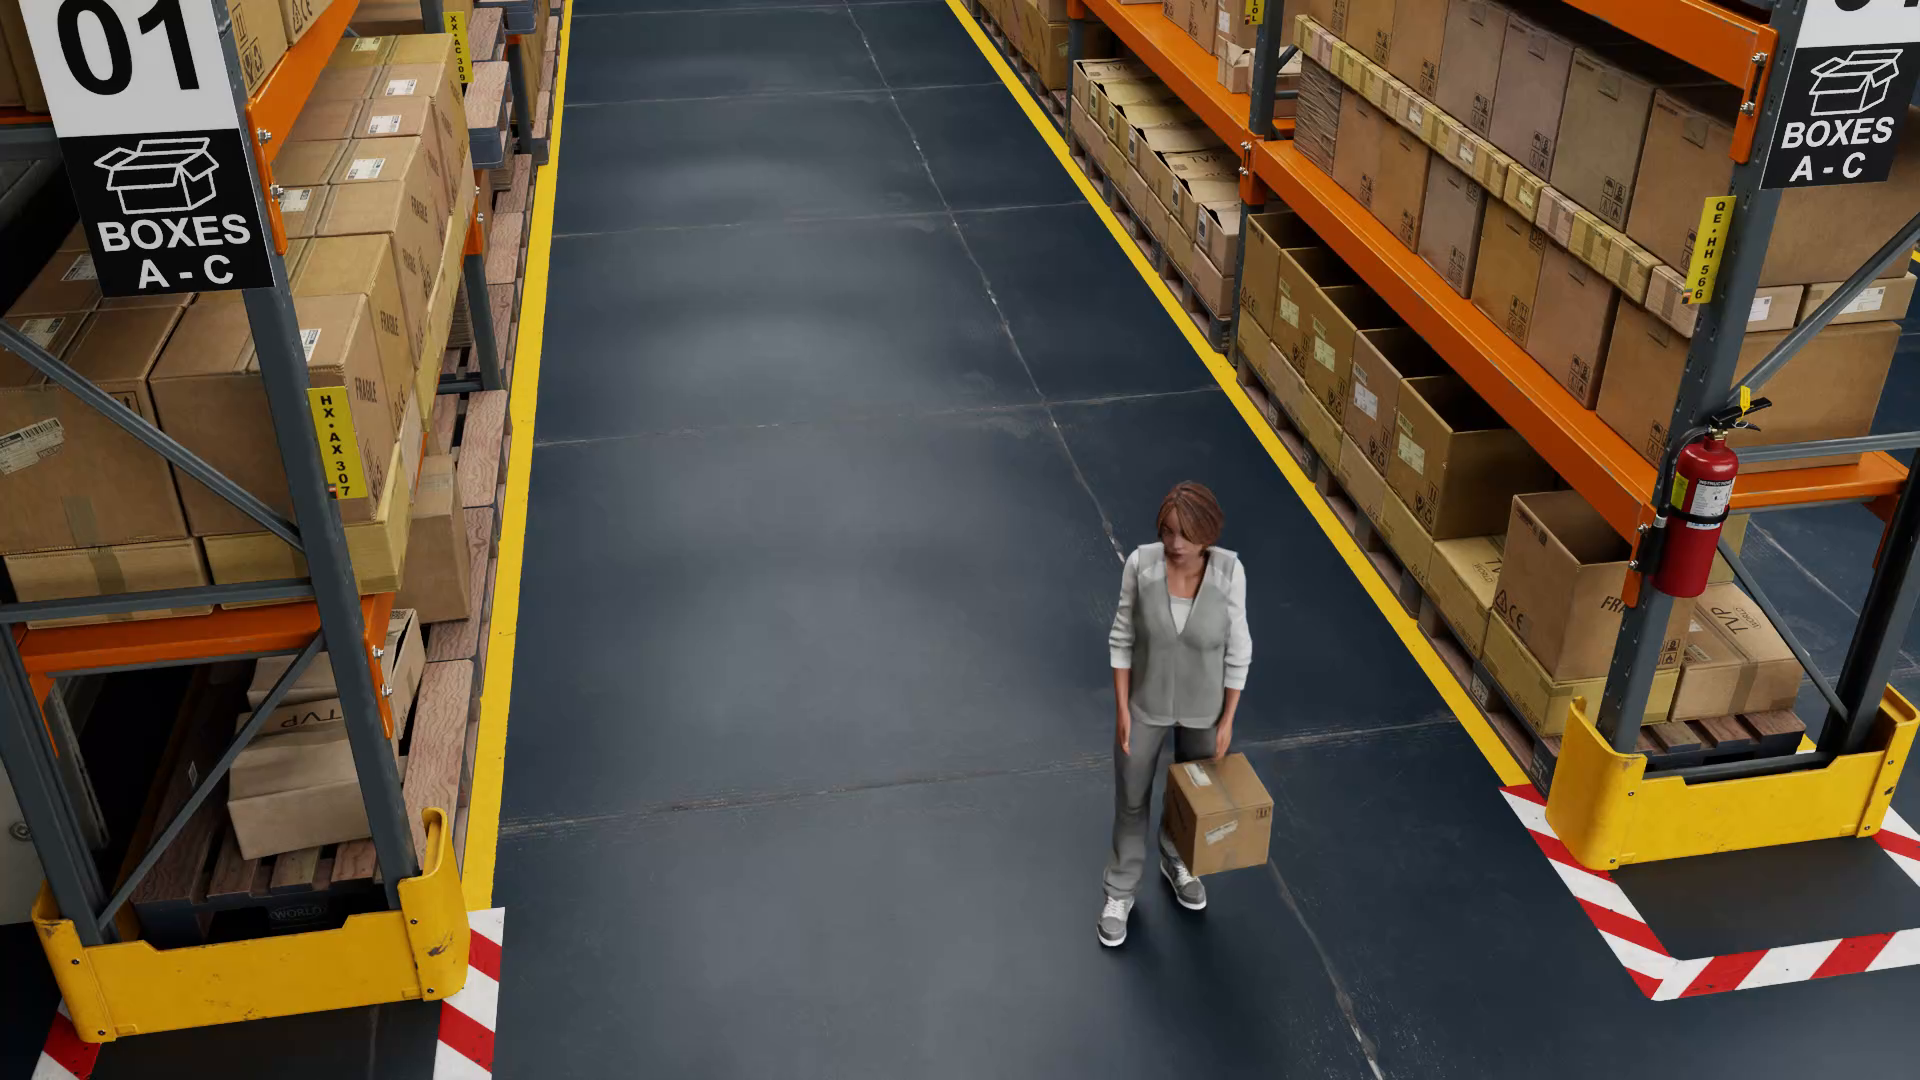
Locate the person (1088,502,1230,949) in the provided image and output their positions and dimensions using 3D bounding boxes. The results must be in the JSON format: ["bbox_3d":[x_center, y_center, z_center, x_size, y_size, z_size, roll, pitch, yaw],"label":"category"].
[{"bbox_3d":[0.617,0.559,5.218,0.438,1.592,0.527,10,33,16],"label":"person"}]
